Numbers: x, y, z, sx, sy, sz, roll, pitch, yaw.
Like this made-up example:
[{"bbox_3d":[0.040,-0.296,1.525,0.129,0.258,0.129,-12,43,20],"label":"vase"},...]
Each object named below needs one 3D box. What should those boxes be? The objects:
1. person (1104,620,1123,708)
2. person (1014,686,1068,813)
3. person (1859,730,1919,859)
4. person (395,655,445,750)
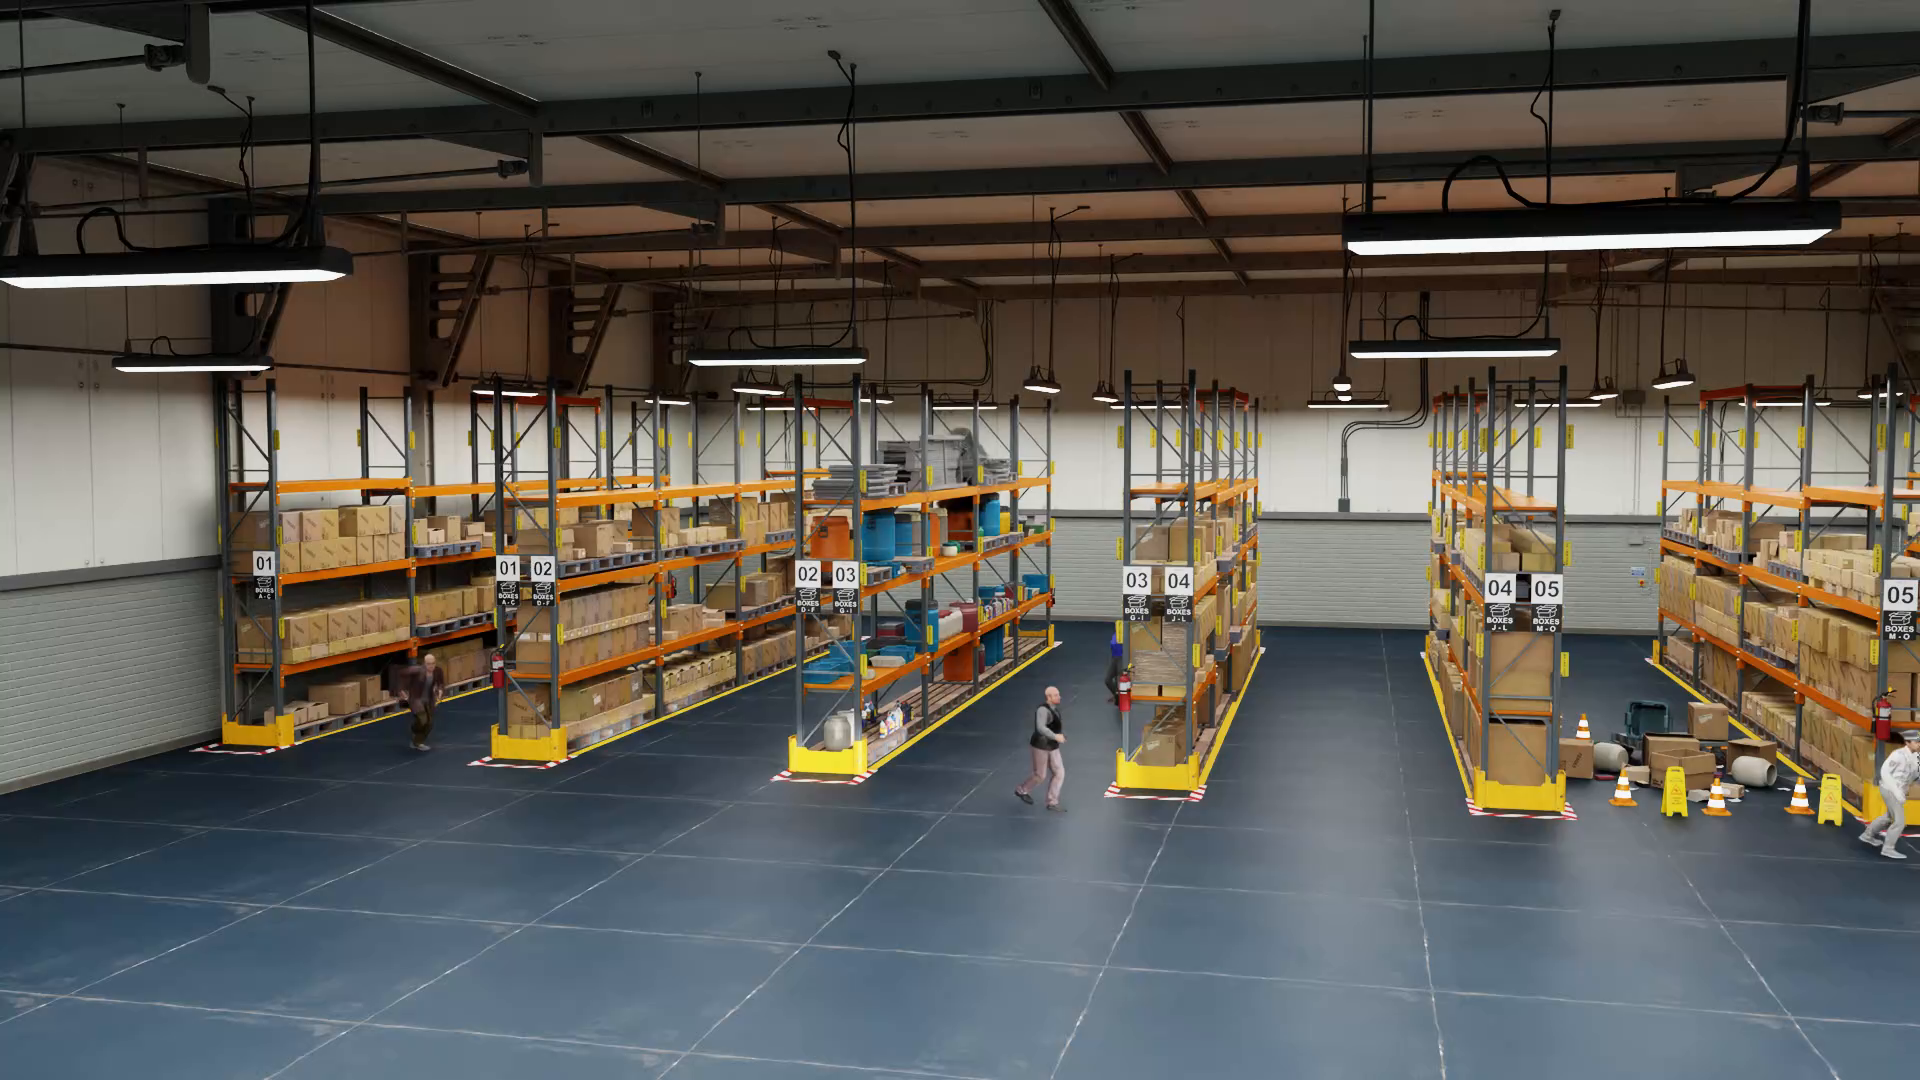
[{"bbox_3d":[2.962,2.321,31.126,0.449,1.674,0.608,-3,5,-44],"label":"person"},{"bbox_3d":[1.073,2.806,22.403,0.832,1.695,0.604,2,4,32],"label":"person"},{"bbox_3d":[11.189,3.013,19.994,0.621,1.589,0.807,-2,4,-36],"label":"person"},{"bbox_3d":[-8.623,2.610,26.618,0.739,1.597,0.873,-3,5,-42],"label":"person"}]
